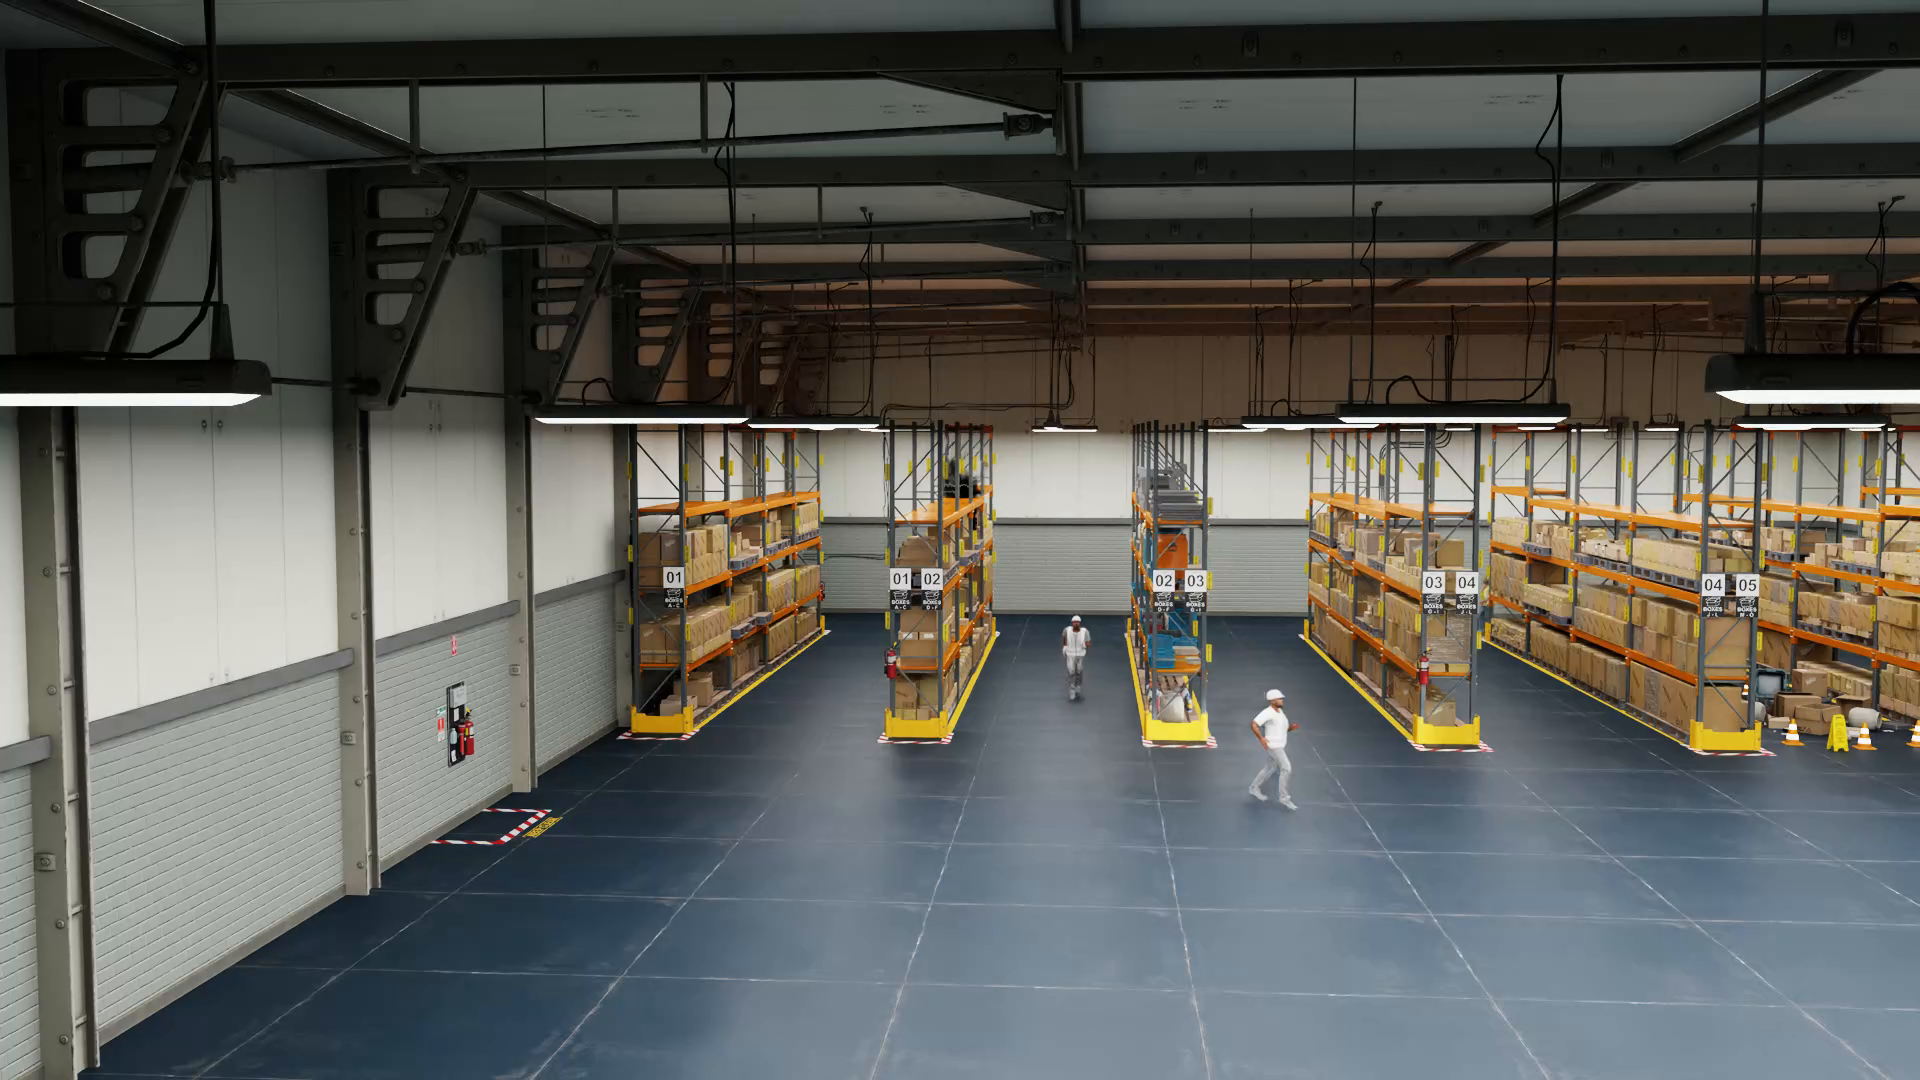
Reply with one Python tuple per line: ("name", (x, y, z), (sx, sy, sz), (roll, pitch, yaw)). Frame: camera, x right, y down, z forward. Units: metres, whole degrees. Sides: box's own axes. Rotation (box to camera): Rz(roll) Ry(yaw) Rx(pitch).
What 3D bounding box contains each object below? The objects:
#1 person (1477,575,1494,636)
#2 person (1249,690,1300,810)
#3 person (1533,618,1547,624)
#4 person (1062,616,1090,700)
("person", (15.025, 1.859, 47.260), (0.873, 1.763, 0.722), (-1, 4, -14))
("person", (4.834, 3.211, 25.610), (0.807, 1.821, 0.677), (2, 4, 23))
("person", (16.313, 1.954, 46.907), (0.613, 1.596, 0.515), (-2, 4, -34))
("person", (2.542, 2.546, 36.289), (0.599, 1.828, 0.918), (0, 4, -1))
